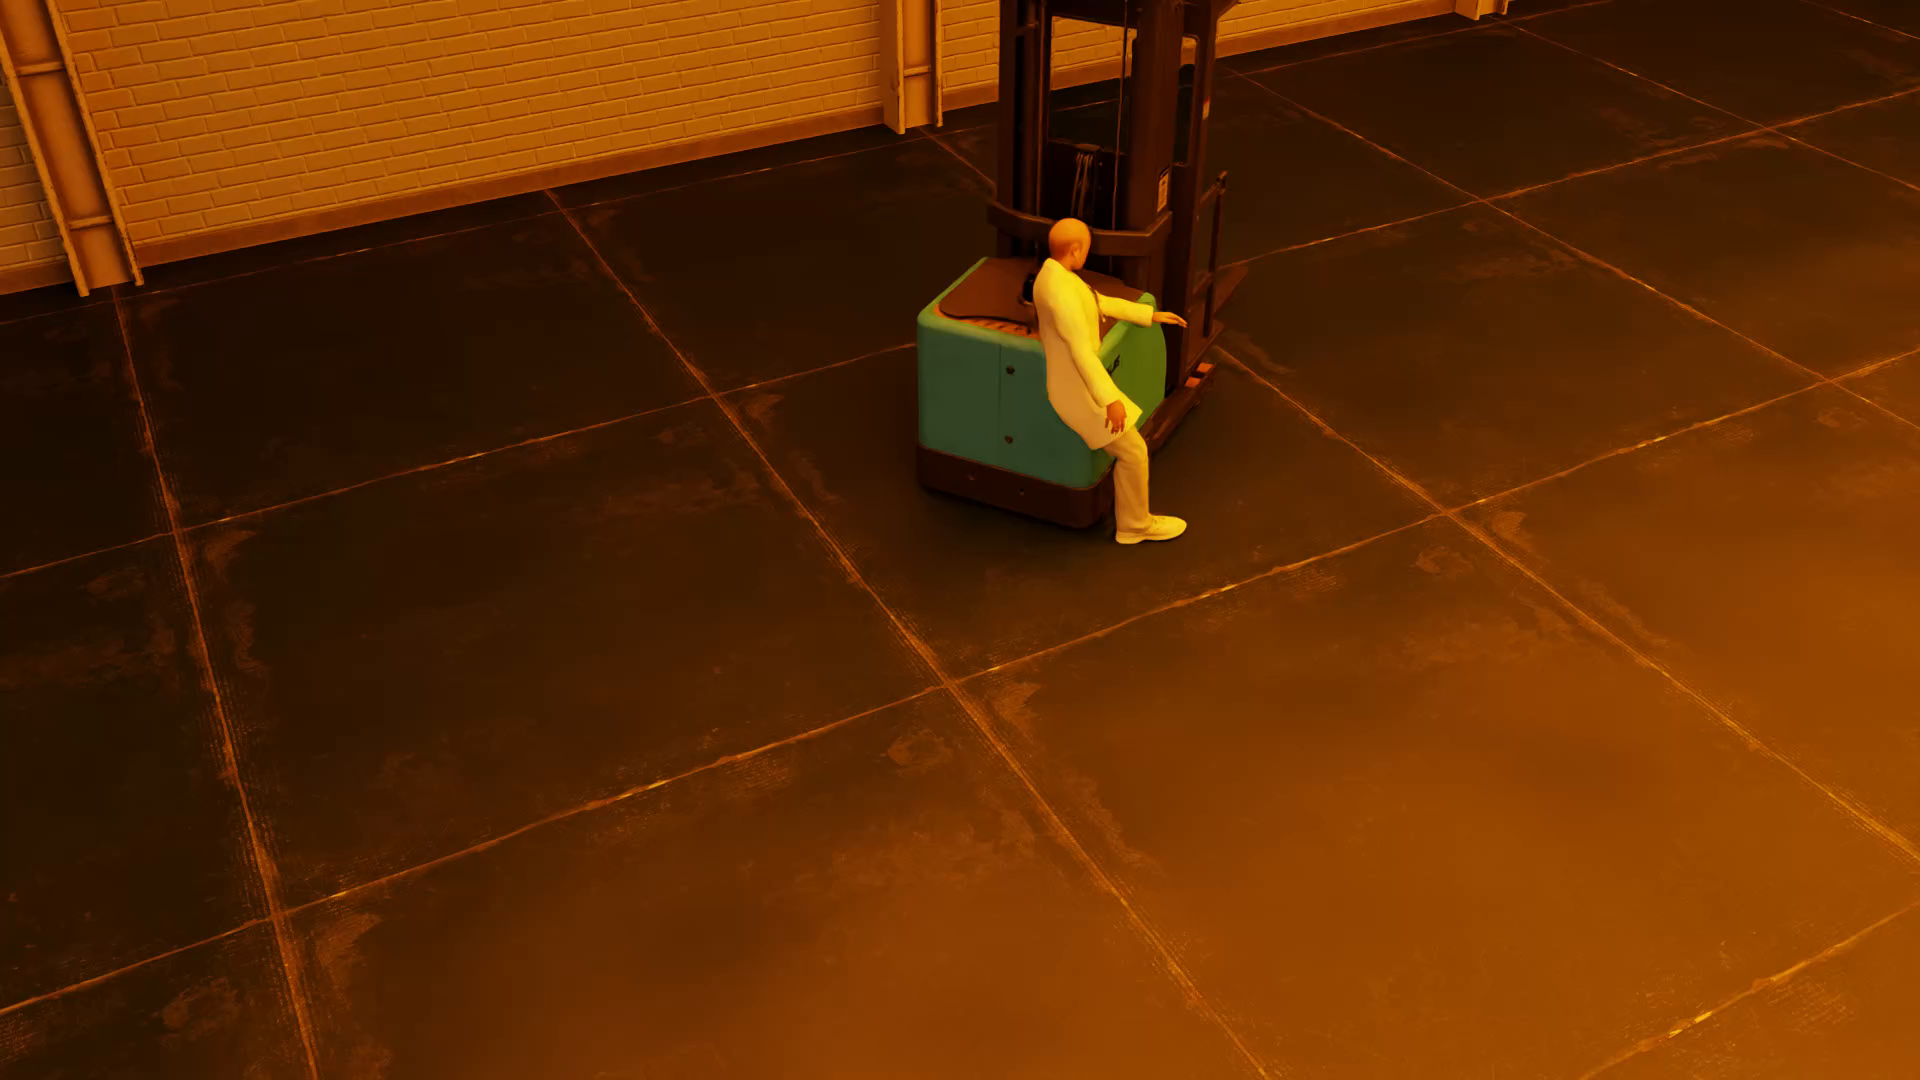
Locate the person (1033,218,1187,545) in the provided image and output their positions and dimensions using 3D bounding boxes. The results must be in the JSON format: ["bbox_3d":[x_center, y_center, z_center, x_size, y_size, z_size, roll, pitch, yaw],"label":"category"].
[{"bbox_3d":[0.693,-0.812,8.373,0.928,1.662,0.910,-10,36,-14],"label":"person"}]

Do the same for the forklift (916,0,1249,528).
[{"bbox_3d":[0.885,-2.094,9.085,1.130,2.935,3.031,16,38,22],"label":"forklift"}]
